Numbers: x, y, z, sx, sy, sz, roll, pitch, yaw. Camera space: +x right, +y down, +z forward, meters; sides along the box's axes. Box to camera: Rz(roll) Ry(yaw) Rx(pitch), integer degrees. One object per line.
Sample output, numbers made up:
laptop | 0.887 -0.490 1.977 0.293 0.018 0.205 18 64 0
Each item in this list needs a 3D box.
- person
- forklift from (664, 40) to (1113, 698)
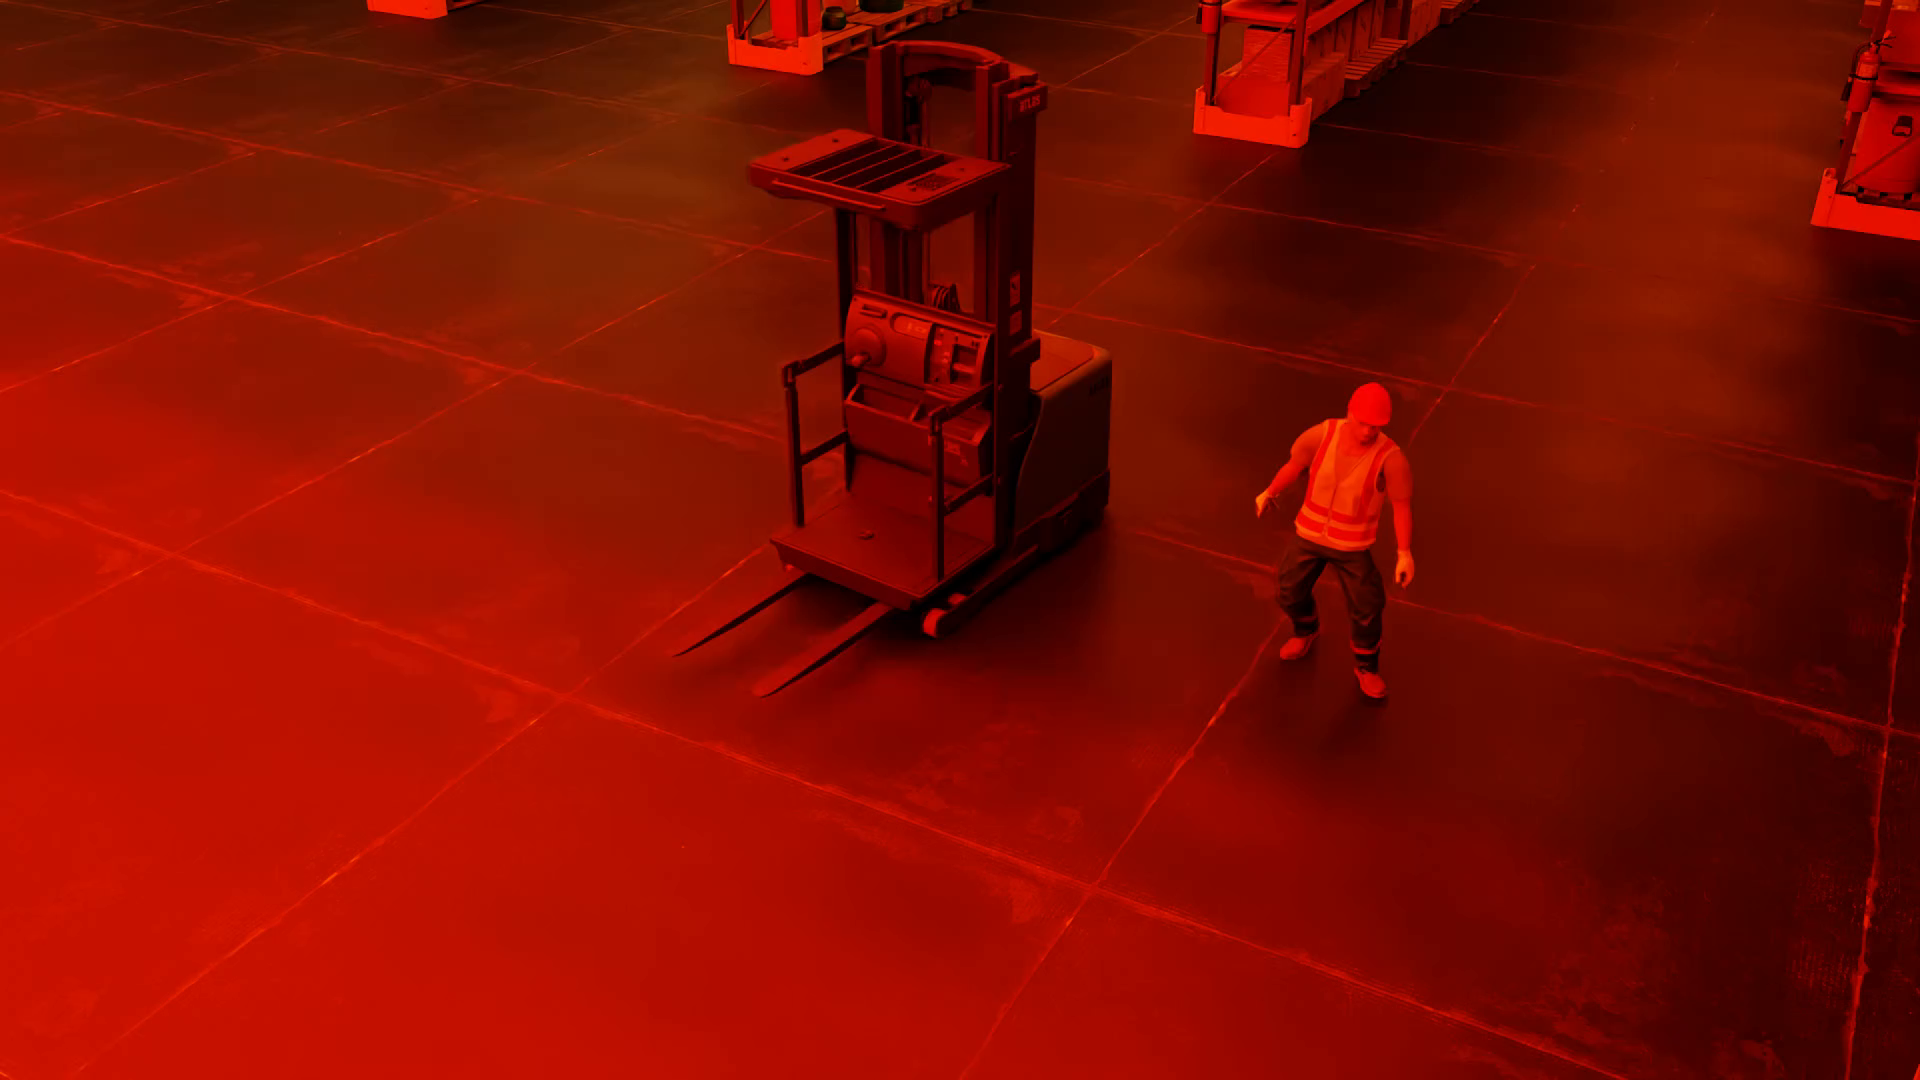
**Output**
person | 1.890 -0.063 8.425 0.886 1.721 0.500 18 35 29
forklift | -0.360 -1.007 8.816 1.130 2.935 3.031 20 36 31
